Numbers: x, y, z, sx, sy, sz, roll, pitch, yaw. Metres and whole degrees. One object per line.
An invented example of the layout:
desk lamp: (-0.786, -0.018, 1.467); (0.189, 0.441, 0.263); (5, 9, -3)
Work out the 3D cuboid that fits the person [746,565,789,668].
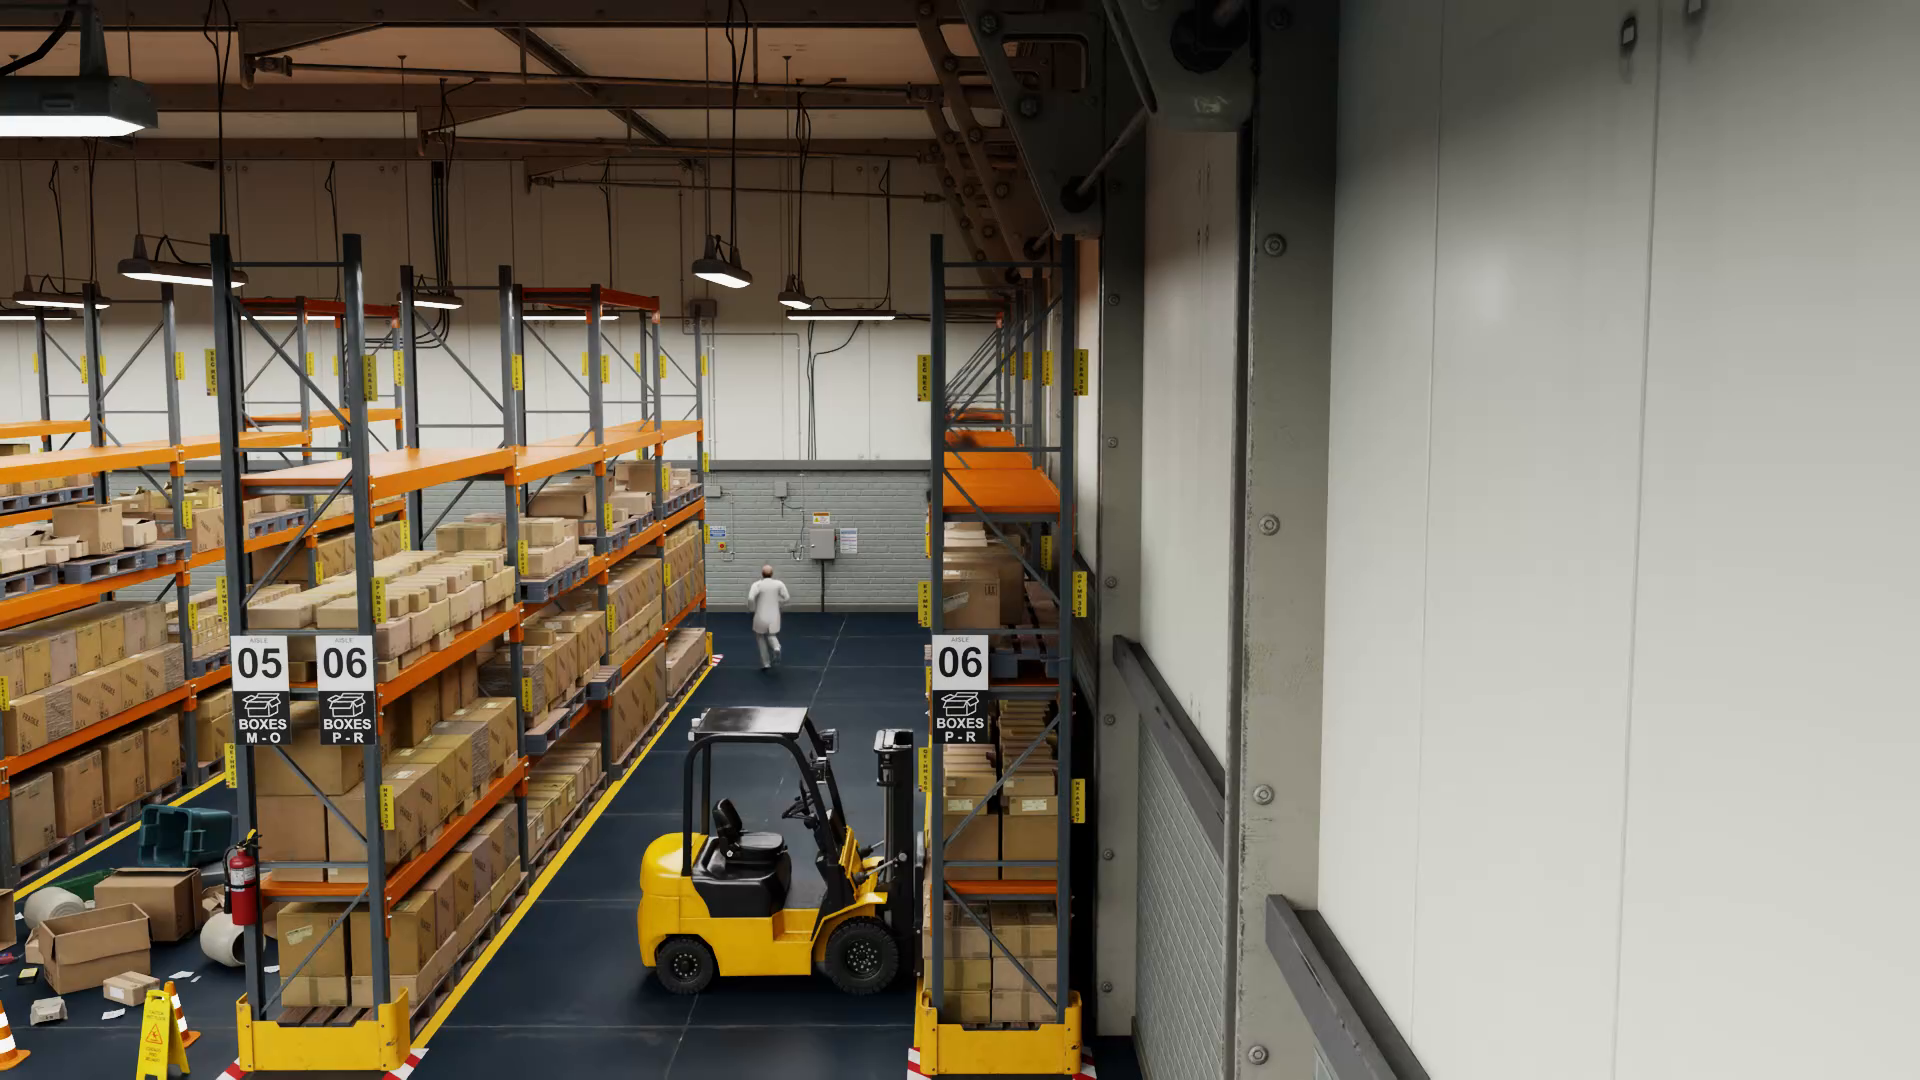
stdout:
person: (-3.185, 1.294, 27.415); (0.726, 1.753, 0.729); (-3, 7, -22)
